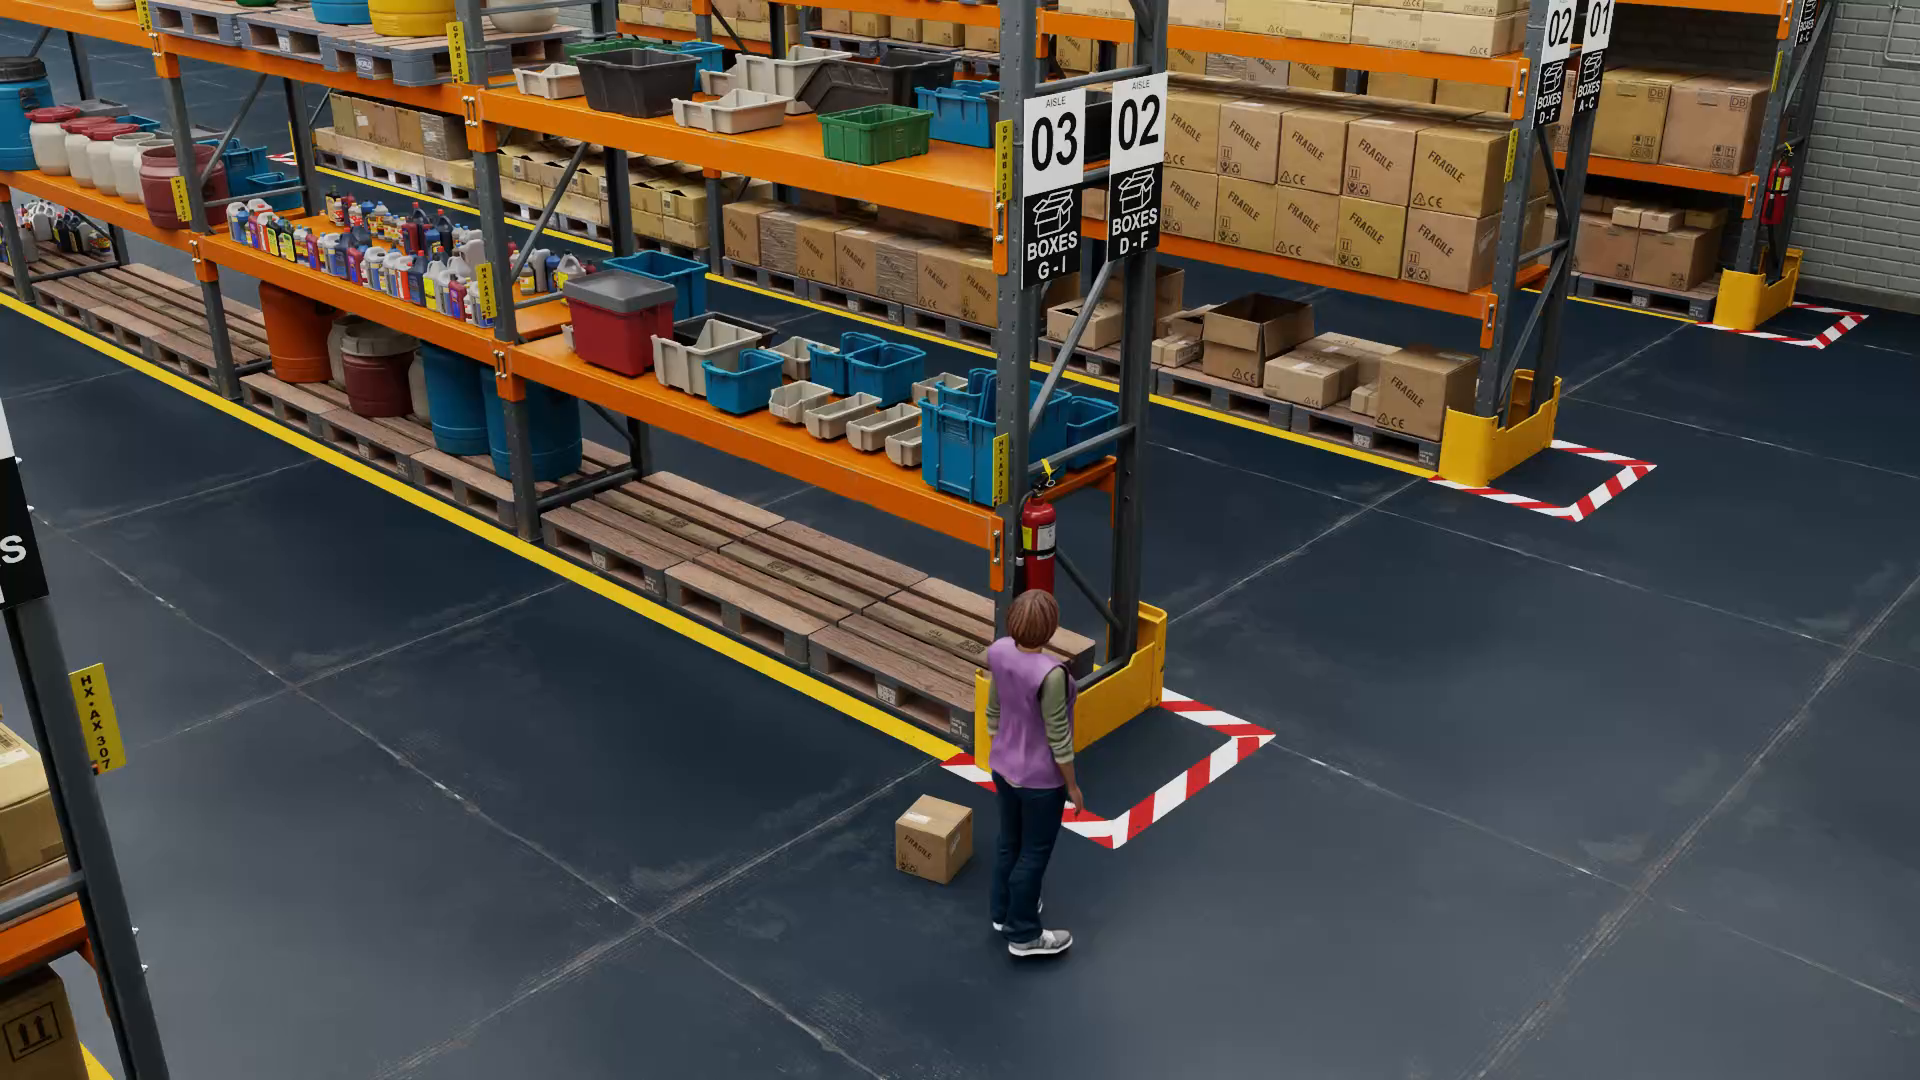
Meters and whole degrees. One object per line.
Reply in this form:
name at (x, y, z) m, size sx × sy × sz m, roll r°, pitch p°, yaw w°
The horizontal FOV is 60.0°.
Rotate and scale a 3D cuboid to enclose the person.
person at (0.296, 0.911, 6.545) m, size 0.341 × 1.603 × 0.443 m, roll -19°, pitch 30°, yaw -36°
